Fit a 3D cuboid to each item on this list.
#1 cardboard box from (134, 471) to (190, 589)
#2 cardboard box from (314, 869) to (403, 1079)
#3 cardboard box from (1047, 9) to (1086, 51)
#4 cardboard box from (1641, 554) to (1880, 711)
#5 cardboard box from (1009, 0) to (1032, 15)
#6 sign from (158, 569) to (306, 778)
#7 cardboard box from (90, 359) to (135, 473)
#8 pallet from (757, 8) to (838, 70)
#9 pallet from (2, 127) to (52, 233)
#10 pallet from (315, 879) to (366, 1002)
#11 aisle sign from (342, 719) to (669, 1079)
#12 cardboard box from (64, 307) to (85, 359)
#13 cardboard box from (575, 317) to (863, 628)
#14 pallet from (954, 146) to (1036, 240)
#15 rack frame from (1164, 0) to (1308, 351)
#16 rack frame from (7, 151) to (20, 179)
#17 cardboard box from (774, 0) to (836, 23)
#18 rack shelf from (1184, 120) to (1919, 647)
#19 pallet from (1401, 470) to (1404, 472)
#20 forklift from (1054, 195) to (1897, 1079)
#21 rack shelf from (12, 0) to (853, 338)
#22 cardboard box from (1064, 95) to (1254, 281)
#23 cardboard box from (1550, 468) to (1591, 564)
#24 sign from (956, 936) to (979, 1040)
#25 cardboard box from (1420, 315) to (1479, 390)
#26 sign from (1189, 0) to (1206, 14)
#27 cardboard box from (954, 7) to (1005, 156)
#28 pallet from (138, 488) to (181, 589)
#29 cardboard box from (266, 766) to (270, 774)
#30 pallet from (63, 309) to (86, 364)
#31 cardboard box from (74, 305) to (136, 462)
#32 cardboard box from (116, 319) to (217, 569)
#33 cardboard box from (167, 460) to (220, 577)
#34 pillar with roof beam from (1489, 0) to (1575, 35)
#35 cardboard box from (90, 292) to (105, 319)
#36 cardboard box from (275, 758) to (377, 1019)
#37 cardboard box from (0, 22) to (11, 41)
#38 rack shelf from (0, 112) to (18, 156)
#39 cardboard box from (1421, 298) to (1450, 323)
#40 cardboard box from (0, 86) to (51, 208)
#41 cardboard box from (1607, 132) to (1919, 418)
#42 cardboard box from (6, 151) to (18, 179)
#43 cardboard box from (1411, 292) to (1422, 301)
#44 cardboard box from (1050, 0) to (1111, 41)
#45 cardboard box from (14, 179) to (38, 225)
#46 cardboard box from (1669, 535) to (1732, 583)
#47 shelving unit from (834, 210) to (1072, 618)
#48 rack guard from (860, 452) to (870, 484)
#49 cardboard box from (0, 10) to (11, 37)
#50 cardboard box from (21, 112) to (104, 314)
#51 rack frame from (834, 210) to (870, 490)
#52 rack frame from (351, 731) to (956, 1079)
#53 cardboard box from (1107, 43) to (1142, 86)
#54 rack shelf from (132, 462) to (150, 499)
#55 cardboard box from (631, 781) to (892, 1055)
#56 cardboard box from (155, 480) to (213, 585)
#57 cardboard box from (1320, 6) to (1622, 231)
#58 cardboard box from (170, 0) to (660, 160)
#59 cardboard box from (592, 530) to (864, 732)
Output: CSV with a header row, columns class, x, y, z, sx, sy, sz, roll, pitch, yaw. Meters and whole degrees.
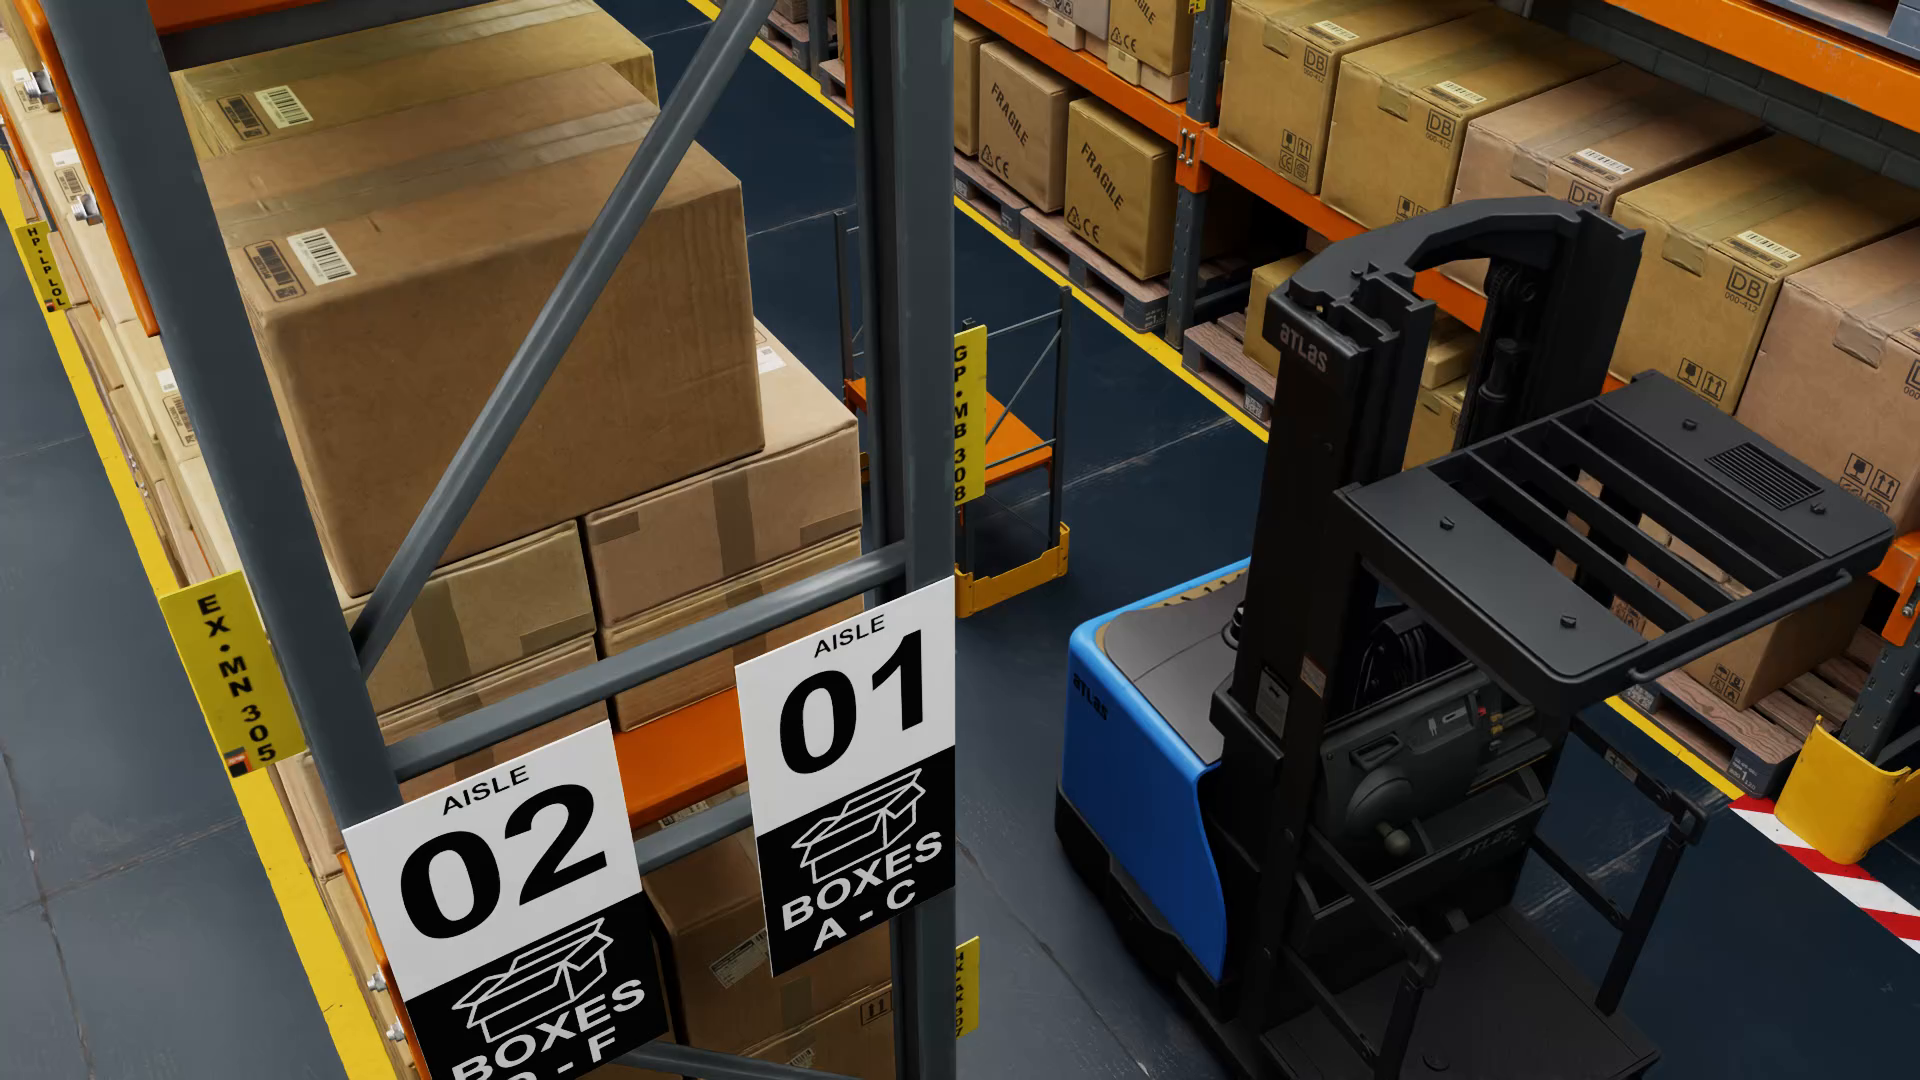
class,x,y,z,sx,sy,sz,roll,pitch,yaw
cardboard box,-3.118,-0.044,7.069,0.500,0.500,0.500,-22,45,-25
cardboard box,-1.212,1.026,4.097,0.500,0.500,0.500,-22,45,-24
cardboard box,0.695,-2.777,8.920,0.380,0.149,0.250,-22,45,-24
cardboard box,3.254,0.240,6.744,0.700,0.500,0.500,-22,45,-24
cardboard box,0.497,-3.072,9.274,0.380,0.149,0.250,-23,45,-26
sign,-0.939,0.179,2.157,0.100,0.325,0.005,-22,45,-24
cardboard box,-3.646,-0.585,7.717,0.500,0.500,0.500,-22,44,-24
pallet,-1.006,-3.885,12.247,1.003,0.211,1.213,-22,45,-24
pallet,-3.712,-1.705,7.603,1.003,0.211,1.213,-22,45,-24
pallet,-1.582,1.434,5.865,1.003,0.211,1.213,-22,45,-24
aisle sign,-0.682,0.635,2.614,0.394,0.787,0.004,-22,45,-24
cardboard box,-4.206,-1.138,8.382,0.500,0.500,0.500,-23,45,-25
cardboard box,-0.517,-0.162,2.985,0.500,0.250,0.500,-22,45,-24
pallet,0.425,-2.353,10.409,1.003,0.211,1.213,-22,45,-24
rack frame,1.564,-2.375,8.257,1.000,3.000,0.127,-22,45,-24
rack frame,-4.762,-2.827,8.799,1.000,3.000,0.127,-22,45,-24
cardboard box,-1.018,-4.113,11.952,0.700,0.500,0.500,-22,44,-24
rack shelf,2.639,-1.019,7.192,1.077,0.370,4.000,-22,45,-24
pallet,2.567,-0.207,7.834,1.003,0.211,1.213,-22,45,-24
forklift,1.519,0.672,4.654,1.130,2.935,3.031,-20,44,-22
rack shelf,-1.535,-1.615,3.224,1.077,0.370,4.000,-22,45,-24
cardboard box,1.105,-2.016,9.178,0.750,0.750,0.750,-22,44,-24
cardboard box,2.714,-0.302,7.393,0.700,0.500,0.500,-24,45,-26
sign,-0.003,0.972,3.564,0.100,0.325,0.005,-22,45,-24
cardboard box,2.191,-0.857,7.553,0.380,0.149,0.250,-23,45,-26
sign,1.111,-2.597,7.681,0.100,0.325,0.005,-22,45,-24
cardboard box,0.163,-2.952,10.301,0.750,0.750,0.750,-22,45,-25
pallet,-3.080,-0.022,7.612,1.003,0.211,1.213,-22,45,-24
cardboard box,-1.747,0.483,4.749,0.500,0.500,0.500,-23,45,-25
pallet,-4.392,-1.339,9.193,1.003,0.211,1.213,-22,45,-24
cardboard box,-2.317,-0.461,5.101,0.500,0.500,0.500,-24,45,-26
cardboard box,-1.220,-0.255,3.096,0.500,0.250,0.500,-22,45,-24
cardboard box,-1.218,-0.064,3.257,0.500,0.250,0.500,-22,45,-24
pillar with roof beam,-0.960,-3.118,4.462,9.100,9.000,0.400,-22,45,-24
cardboard box,-1.753,-0.604,3.906,0.500,0.250,0.500,-22,45,-24
cardboard box,-1.204,0.651,3.767,0.500,0.500,0.500,-21,44,-23
cardboard box,-2.288,-1.337,4.395,0.500,0.250,0.500,-22,45,-24
rack shelf,-3.686,-2.623,6.774,1.077,0.370,4.000,-22,45,-24
cardboard box,2.396,-1.107,7.853,0.380,0.149,0.250,-24,45,-26
cardboard box,-2.293,-1.144,4.553,0.500,0.250,0.500,-22,45,-24
cardboard box,3.031,-0.992,6.363,0.980,0.700,0.700,-23,45,-25
cardboard box,-5.251,-2.345,9.603,0.500,0.311,0.500,-21,44,-23
cardboard box,2.147,-0.865,8.069,0.700,0.500,0.500,-23,45,-25
cardboard box,0.820,-2.970,8.644,0.500,0.500,0.500,-22,45,-24
cardboard box,-4.758,-1.691,9.046,0.500,0.500,0.500,-20,44,-23
cardboard box,3.031,-0.016,6.544,0.380,0.149,0.250,-23,45,-25
shelving unit,-0.041,-0.617,7.319,0.587,1.500,1.083,-22,45,-24
rack guard,-0.309,-0.406,8.042,0.587,0.250,0.087,-22,45,-24
cardboard box,-2.168,-1.675,4.214,0.700,0.500,0.500,-22,45,-24
cardboard box,-1.760,-0.794,3.743,0.500,0.250,0.500,-22,45,-24
rack frame,-0.319,-0.897,7.654,0.500,1.500,0.032,-22,45,-24
rack frame,-0.460,1.491,3.617,1.000,3.000,0.127,-22,45,-24
cardboard box,0.988,-2.499,8.587,0.380,0.149,0.250,-21,44,-24
rack shelf,-1.535,0.688,5.143,1.077,0.370,4.000,-22,45,-24
cardboard box,-0.476,0.738,3.661,0.500,0.500,0.500,-21,44,-23
cardboard box,-1.762,0.095,4.433,0.500,0.500,0.500,-21,44,-23
cardboard box,2.230,-1.796,7.328,0.980,0.700,0.700,-23,45,-25
cardboard box,-0.948,-0.654,2.990,0.700,0.500,0.500,-22,45,-24
cardboard box,-0.522,0.032,3.143,0.500,0.250,0.500,-22,45,-24
